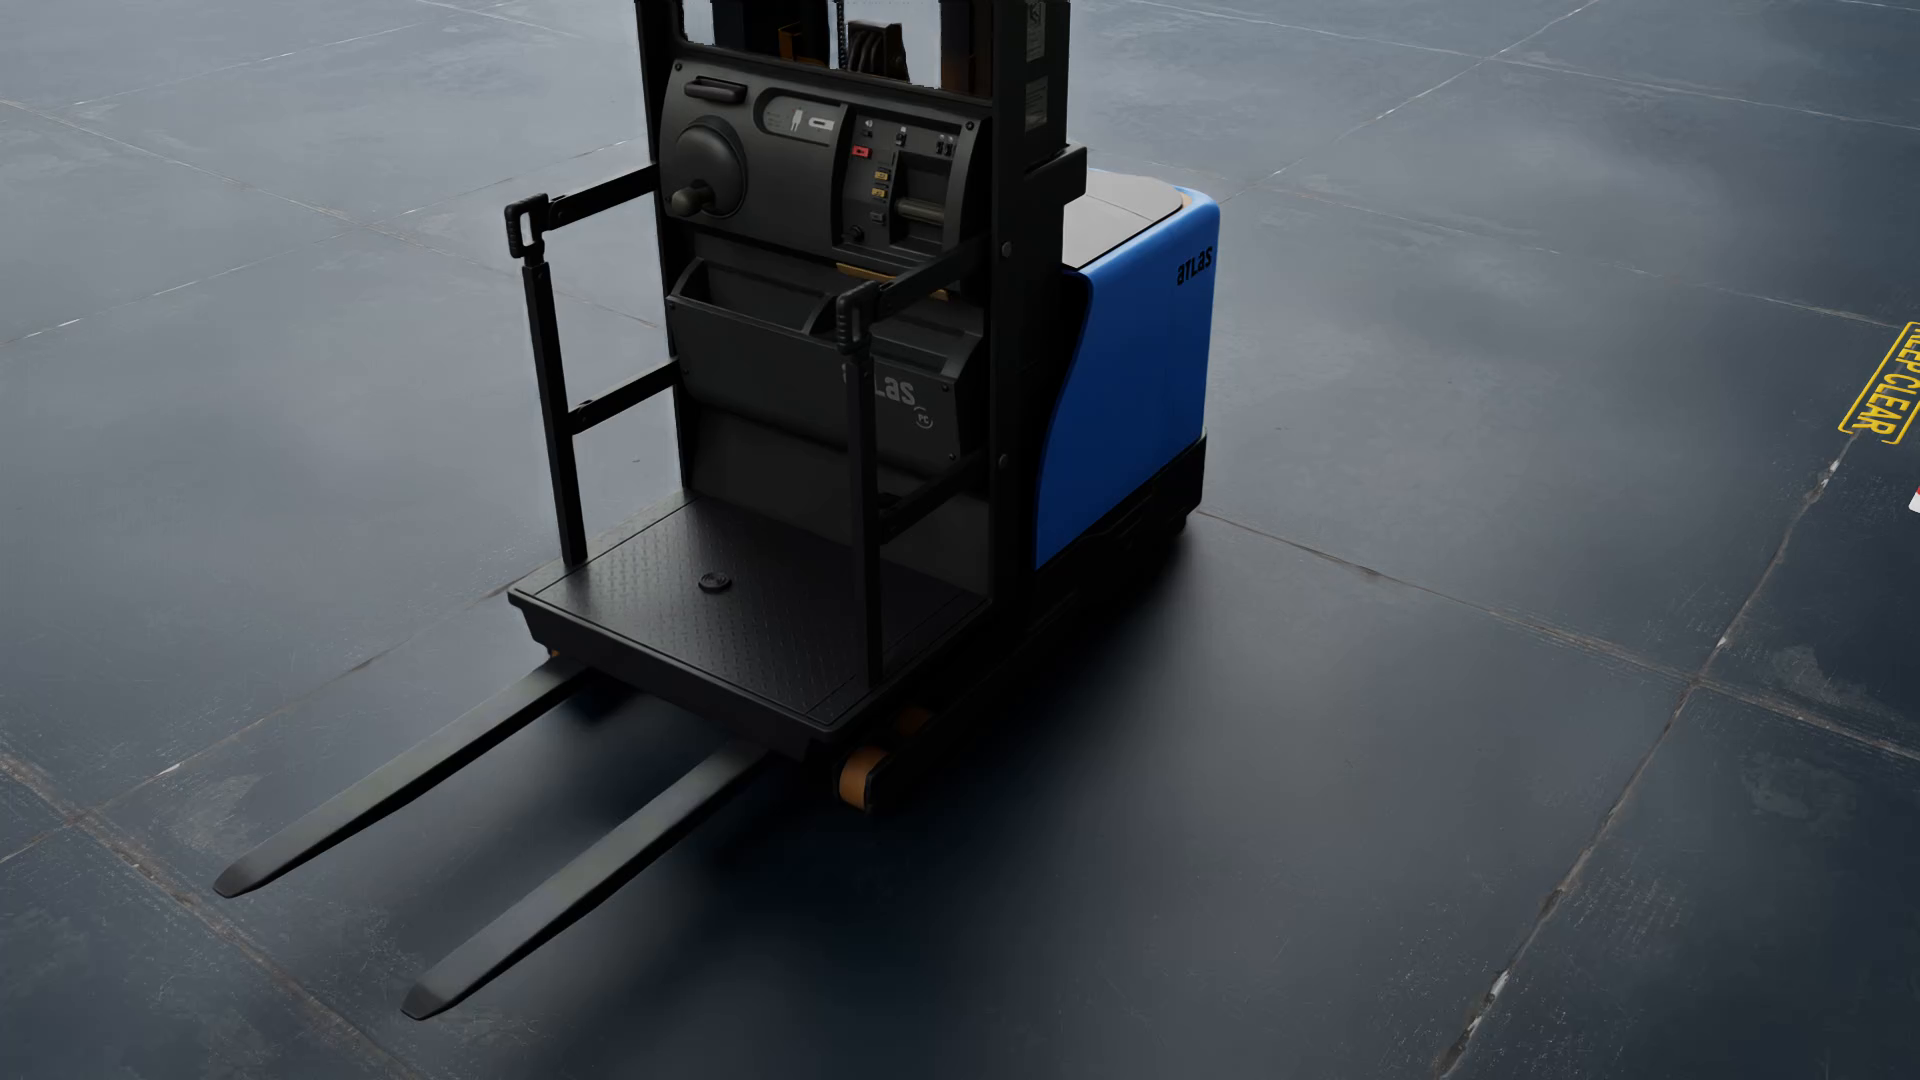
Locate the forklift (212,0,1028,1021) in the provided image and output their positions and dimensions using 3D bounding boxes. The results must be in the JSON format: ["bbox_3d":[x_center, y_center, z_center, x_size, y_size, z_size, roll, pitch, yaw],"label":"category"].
[{"bbox_3d":[-0.481,-0.869,3.842,1.110,2.935,3.031,19,36,29],"label":"forklift"}]
